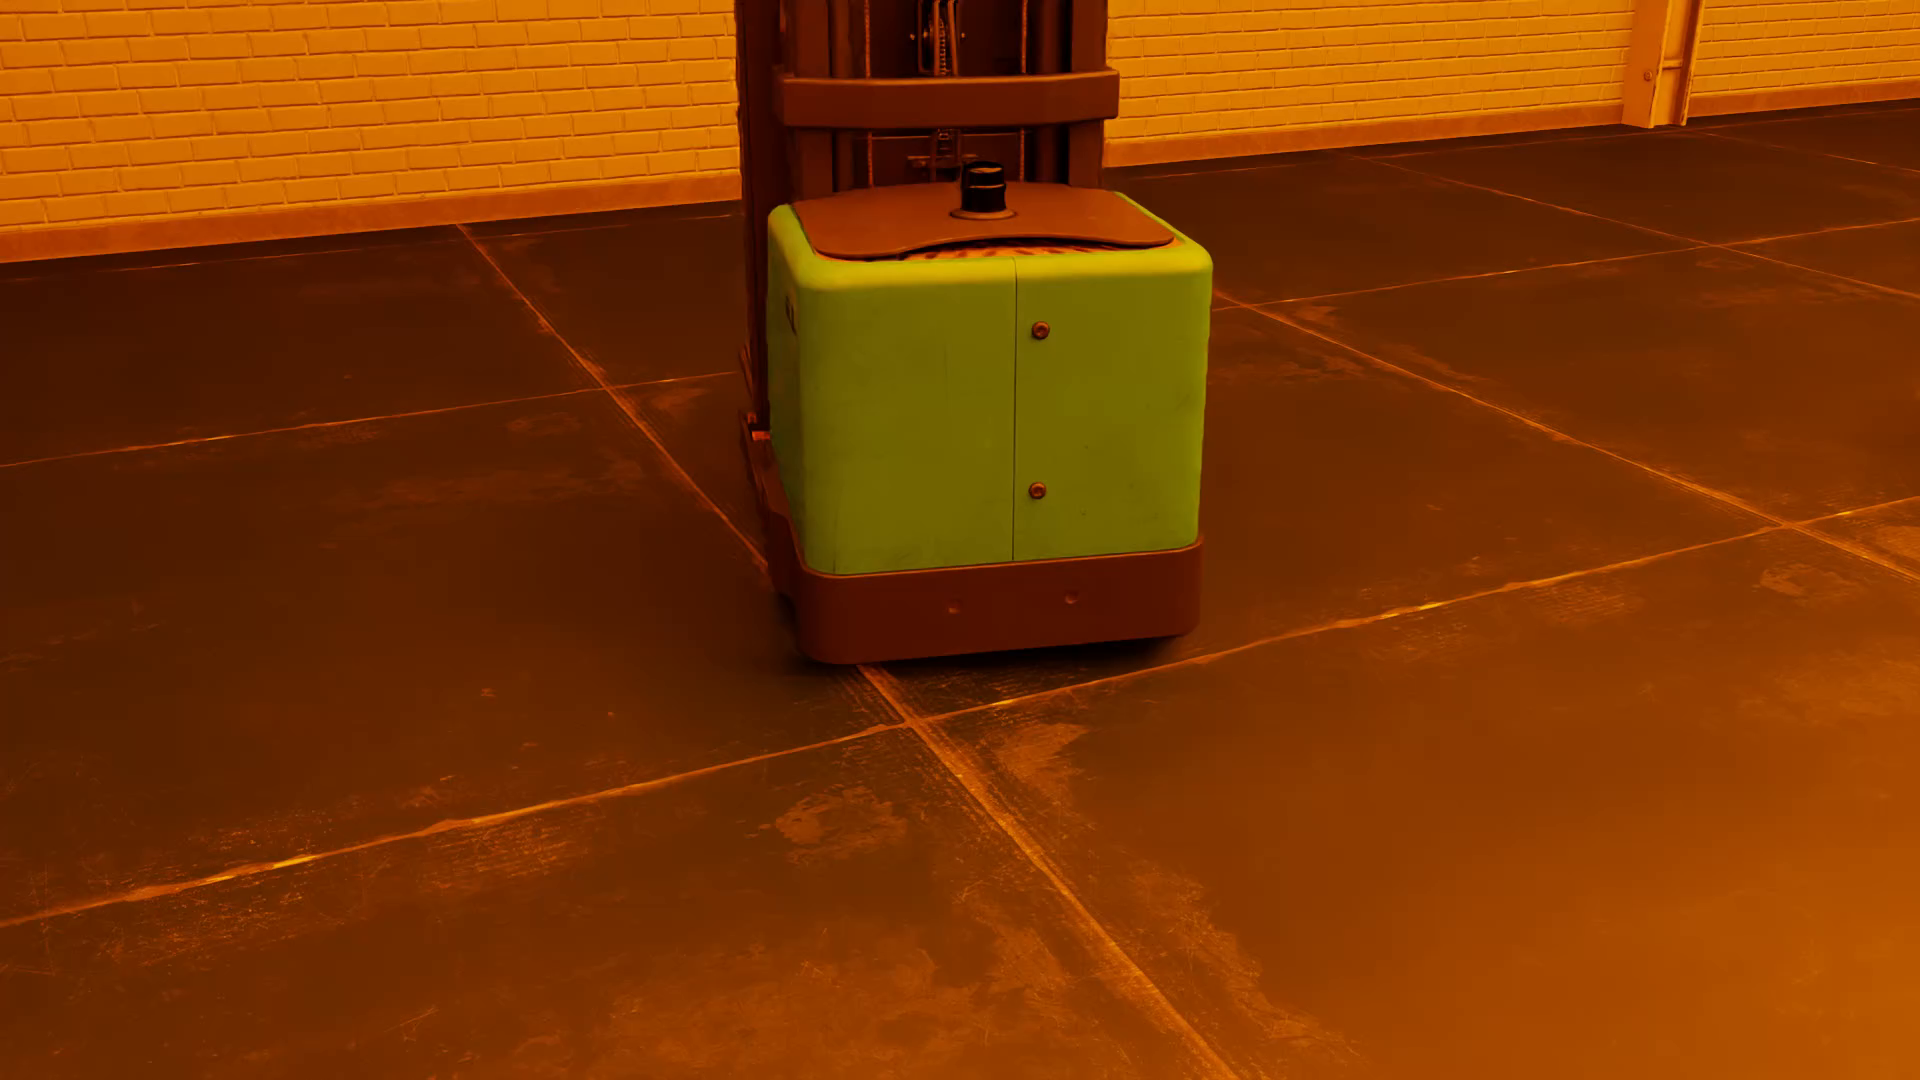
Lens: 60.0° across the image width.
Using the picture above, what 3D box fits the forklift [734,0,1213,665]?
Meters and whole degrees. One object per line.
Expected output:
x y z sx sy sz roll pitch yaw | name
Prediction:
-0.158 -1.576 5.080 1.130 2.935 3.031 -4 23 -10 | forklift
